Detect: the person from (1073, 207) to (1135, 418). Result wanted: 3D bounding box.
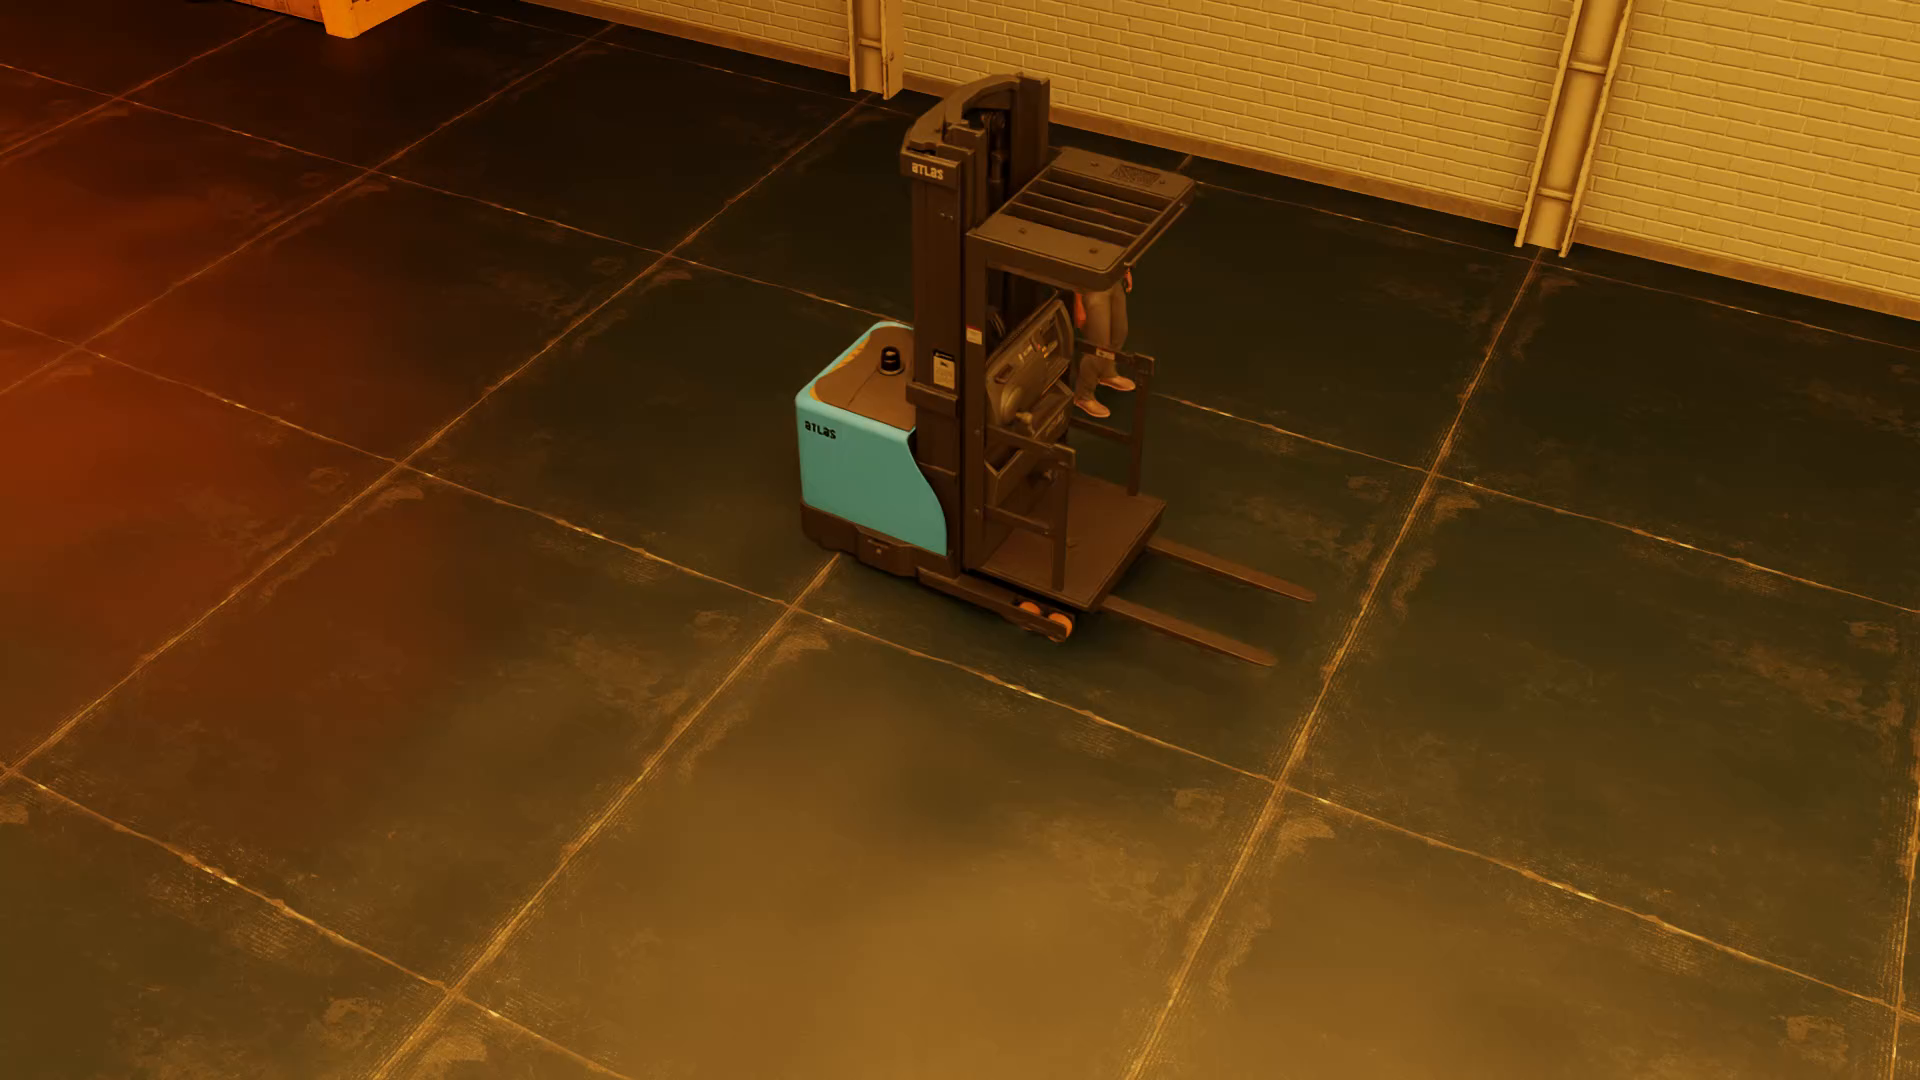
[{"bbox_3d":[0.950,-1.619,10.905,0.367,1.650,0.616,21,44,23],"label":"person"}]

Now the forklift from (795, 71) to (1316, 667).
[{"bbox_3d":[0.563,-0.928,9.089,3.031,2.935,1.130,20,44,22],"label":"forklift"}]
